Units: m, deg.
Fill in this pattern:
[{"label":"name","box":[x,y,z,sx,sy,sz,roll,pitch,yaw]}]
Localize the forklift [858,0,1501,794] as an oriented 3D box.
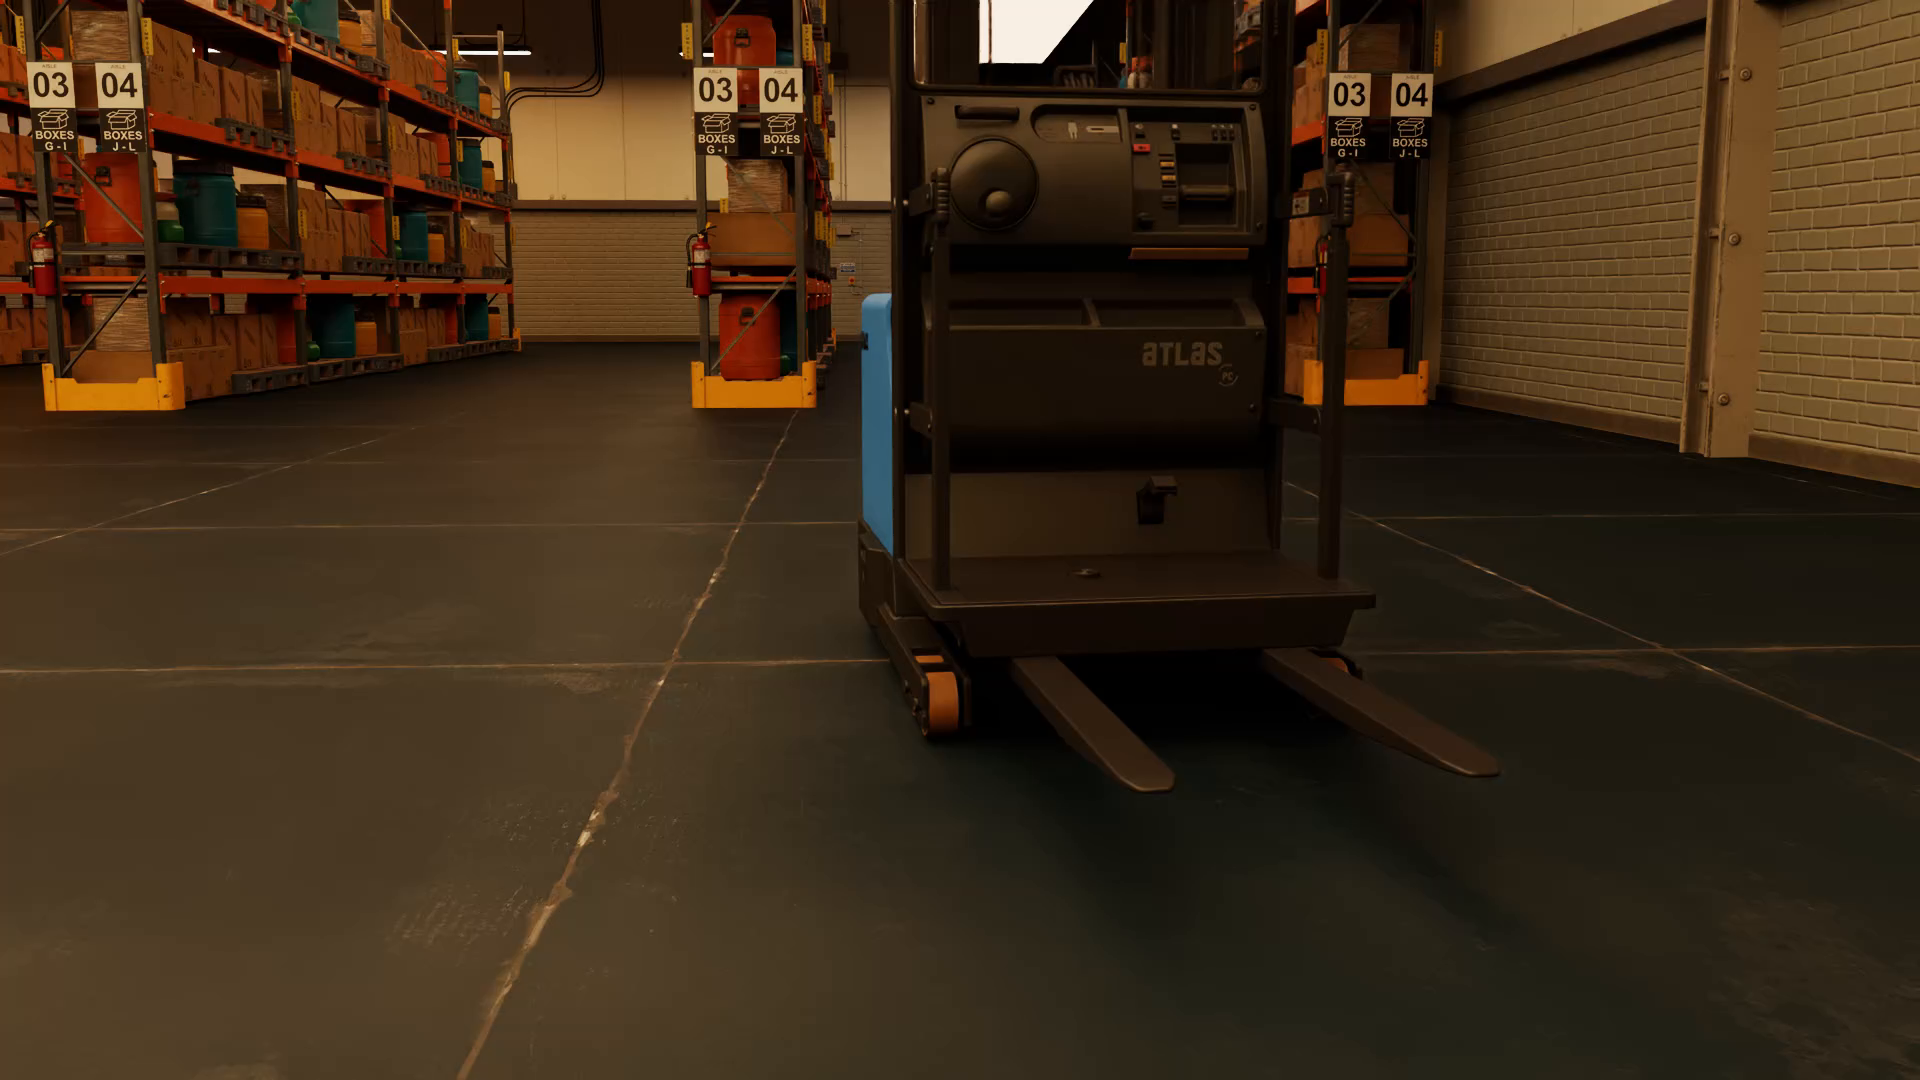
[{"label":"forklift","box":[0.397,-1.023,4.221,1.130,2.935,3.031,-1,9,-9]}]
